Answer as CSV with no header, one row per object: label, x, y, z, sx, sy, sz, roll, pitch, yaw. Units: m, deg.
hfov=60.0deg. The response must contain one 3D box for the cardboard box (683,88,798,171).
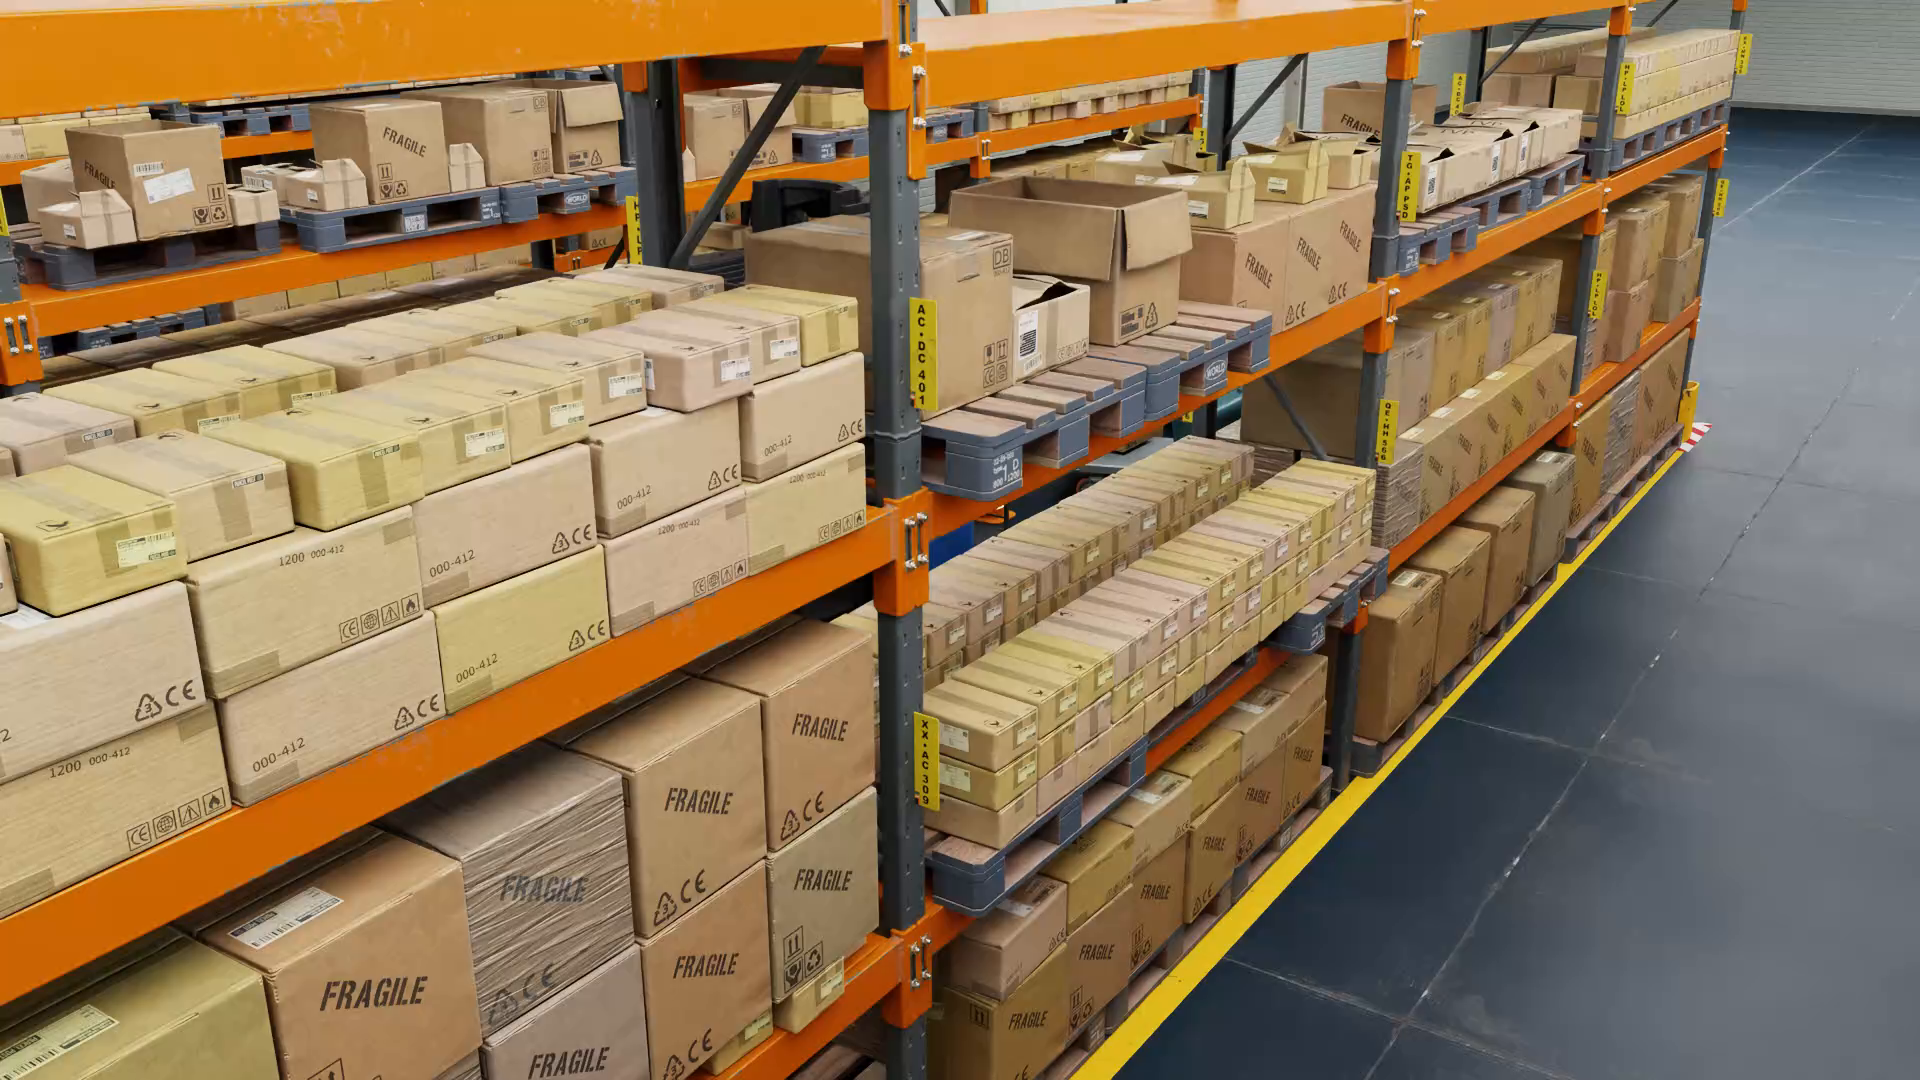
cardboard box,-1.630,-2.975,12.012,0.797,0.503,0.637,13,24,32

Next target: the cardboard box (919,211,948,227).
cardboard box,-0.285,-2.430,13.834,0.500,0.500,0.500,13,24,31

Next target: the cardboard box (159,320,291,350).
cardboard box,-4.083,-0.914,9.326,0.500,0.500,0.500,14,25,33

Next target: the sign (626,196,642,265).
sign,-1.023,-0.934,5.329,0.100,0.325,0.005,13,24,32

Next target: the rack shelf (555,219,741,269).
rack shelf,-3.198,-3.428,18.745,1.077,0.370,4.000,13,24,32

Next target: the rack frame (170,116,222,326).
rack frame,-6.571,-2.044,13.966,1.000,3.000,0.127,13,24,32

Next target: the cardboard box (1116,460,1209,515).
cardboard box,0.976,-0.257,8.034,0.380,0.149,0.250,13,24,32

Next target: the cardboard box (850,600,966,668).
cardboard box,-0.200,0.345,6.408,0.380,0.149,0.250,12,24,30

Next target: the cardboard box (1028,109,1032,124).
cardboard box,0.404,-3.712,14.515,0.380,0.149,0.250,13,24,32

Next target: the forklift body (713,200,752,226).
forklift body,-1.631,-3.041,17.886,2.313,2.155,1.214,13,24,32

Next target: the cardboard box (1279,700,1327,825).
cardboard box,1.533,1.075,8.533,0.500,0.500,0.500,13,24,32

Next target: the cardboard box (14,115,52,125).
cardboard box,-7.006,-3.198,12.404,0.380,0.149,0.250,13,24,32

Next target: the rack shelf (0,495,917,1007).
rack shelf,-1.686,0.512,3.771,1.077,0.370,4.000,13,24,32

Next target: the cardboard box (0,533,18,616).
cardboard box,-1.874,0.051,2.900,0.380,0.149,0.250,14,25,33

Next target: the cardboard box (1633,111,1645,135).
cardboard box,4.565,-2.934,11.662,0.380,0.149,0.250,13,24,32

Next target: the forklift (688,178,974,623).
forklift,-1.217,-0.691,10.407,1.130,2.935,3.031,16,26,37

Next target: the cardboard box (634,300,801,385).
cardboard box,-0.652,-0.530,4.470,0.380,0.149,0.250,14,24,33

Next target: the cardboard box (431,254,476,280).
cardboard box,-4.972,-2.644,15.804,0.500,0.250,0.500,13,24,32

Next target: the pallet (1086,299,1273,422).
pallet,0.454,-0.766,6.459,1.213,0.211,1.003,13,24,32

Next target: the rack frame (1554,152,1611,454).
rack frame,3.935,-1.288,11.923,1.000,3.000,0.127,13,24,32

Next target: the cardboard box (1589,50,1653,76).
cardboard box,4.564,-3.307,11.520,0.380,0.149,0.250,13,24,31

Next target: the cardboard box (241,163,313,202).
cardboard box,-3.774,-1.995,9.243,0.380,0.166,0.250,16,25,36

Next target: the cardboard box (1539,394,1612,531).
cardboard box,4.347,-0.655,12.670,0.875,0.875,0.875,14,24,33

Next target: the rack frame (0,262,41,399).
rack frame,-4.713,0.071,8.249,1.000,3.000,0.127,13,24,32

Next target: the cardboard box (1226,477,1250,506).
cardboard box,1.249,-0.260,8.471,0.380,0.149,0.250,15,25,34

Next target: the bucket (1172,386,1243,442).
bucket,2.105,-0.954,13.549,0.620,0.611,0.726,-24,30,-29

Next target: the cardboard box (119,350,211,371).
cardboard box,-3.964,-0.666,8.658,0.500,0.500,0.500,13,24,32

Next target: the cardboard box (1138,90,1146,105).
cardboard box,1.576,-4.297,16.097,0.380,0.149,0.250,13,24,32

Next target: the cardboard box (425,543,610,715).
cardboard box,-1.190,0.151,3.925,0.500,0.250,0.500,13,24,31

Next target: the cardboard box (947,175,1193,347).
cardboard box,0.415,-1.063,6.236,0.797,0.503,0.637,13,24,31

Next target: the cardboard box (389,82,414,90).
cardboard box,-5.123,-4.128,14.891,0.380,0.149,0.250,13,24,31

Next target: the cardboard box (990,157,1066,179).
cardboard box,0.516,-3.106,14.824,0.700,0.500,0.500,13,24,32

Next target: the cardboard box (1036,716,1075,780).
cardboard box,0.184,0.691,5.902,0.380,0.149,0.250,13,24,31

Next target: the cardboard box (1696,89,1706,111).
cardboard box,5.705,-3.515,13.233,0.380,0.149,0.250,13,24,31

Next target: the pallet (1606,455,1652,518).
pallet,5.113,-0.535,13.906,1.003,0.211,1.213,13,24,32

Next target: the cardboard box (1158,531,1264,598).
cardboard box,1.062,0.102,7.065,0.380,0.149,0.250,15,25,34

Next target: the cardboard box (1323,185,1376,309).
cardboard box,1.576,-1.381,7.706,0.500,0.500,0.500,13,24,32

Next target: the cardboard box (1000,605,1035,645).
cardboard box,0.085,0.336,6.861,0.380,0.149,0.250,12,23,29

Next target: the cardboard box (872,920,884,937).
cardboard box,-0.352,1.368,6.660,0.500,0.250,0.500,13,24,30

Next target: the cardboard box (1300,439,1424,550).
cardboard box,2.162,-0.263,9.009,0.500,0.500,0.500,14,24,32

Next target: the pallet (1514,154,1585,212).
pallet,3.461,-2.332,10.699,0.805,0.209,1.217,12,24,30

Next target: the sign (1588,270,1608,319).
sign,4.390,-1.691,11.458,0.100,0.325,0.005,13,24,32

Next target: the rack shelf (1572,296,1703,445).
rack shelf,5.060,-1.524,13.600,1.077,0.370,4.000,13,24,32

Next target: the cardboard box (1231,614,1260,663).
cardboard box,1.064,0.379,7.174,0.380,0.149,0.250,14,25,33

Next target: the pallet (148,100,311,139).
pallet,-6.264,-3.574,14.052,1.213,0.211,1.003,15,25,34

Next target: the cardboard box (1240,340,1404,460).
cardboard box,1.947,-0.783,8.973,0.700,0.500,0.500,13,24,32

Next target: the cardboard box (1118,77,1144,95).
cardboard box,1.397,-4.355,15.678,0.500,0.250,0.500,14,25,33

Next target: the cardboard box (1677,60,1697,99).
cardboard box,5.291,-3.529,12.696,0.500,0.250,0.500,14,24,32

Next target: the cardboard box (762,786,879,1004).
cardboard box,-0.600,1.015,5.125,0.500,0.500,0.500,13,24,32

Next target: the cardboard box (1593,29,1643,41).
cardboard box,5.448,-4.164,13.837,0.380,0.149,0.250,13,24,31

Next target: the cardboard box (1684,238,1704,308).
cardboard box,6.013,-2.391,14.688,0.875,0.550,0.550,13,24,32

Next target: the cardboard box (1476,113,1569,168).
cardboard box,3.423,-2.471,10.265,0.500,0.250,0.500,13,24,31

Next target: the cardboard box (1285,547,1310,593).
cardboard box,1.350,0.096,7.509,0.380,0.149,0.250,13,24,32

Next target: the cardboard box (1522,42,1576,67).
cardboard box,4.302,-3.578,12.254,0.380,0.149,0.250,14,24,33

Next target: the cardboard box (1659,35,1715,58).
cardboard box,5.704,-3.889,13.094,0.380,0.149,0.250,13,24,32

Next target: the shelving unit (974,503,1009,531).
shelving unit,0.004,-0.705,12.510,0.431,1.500,0.755,13,24,32
